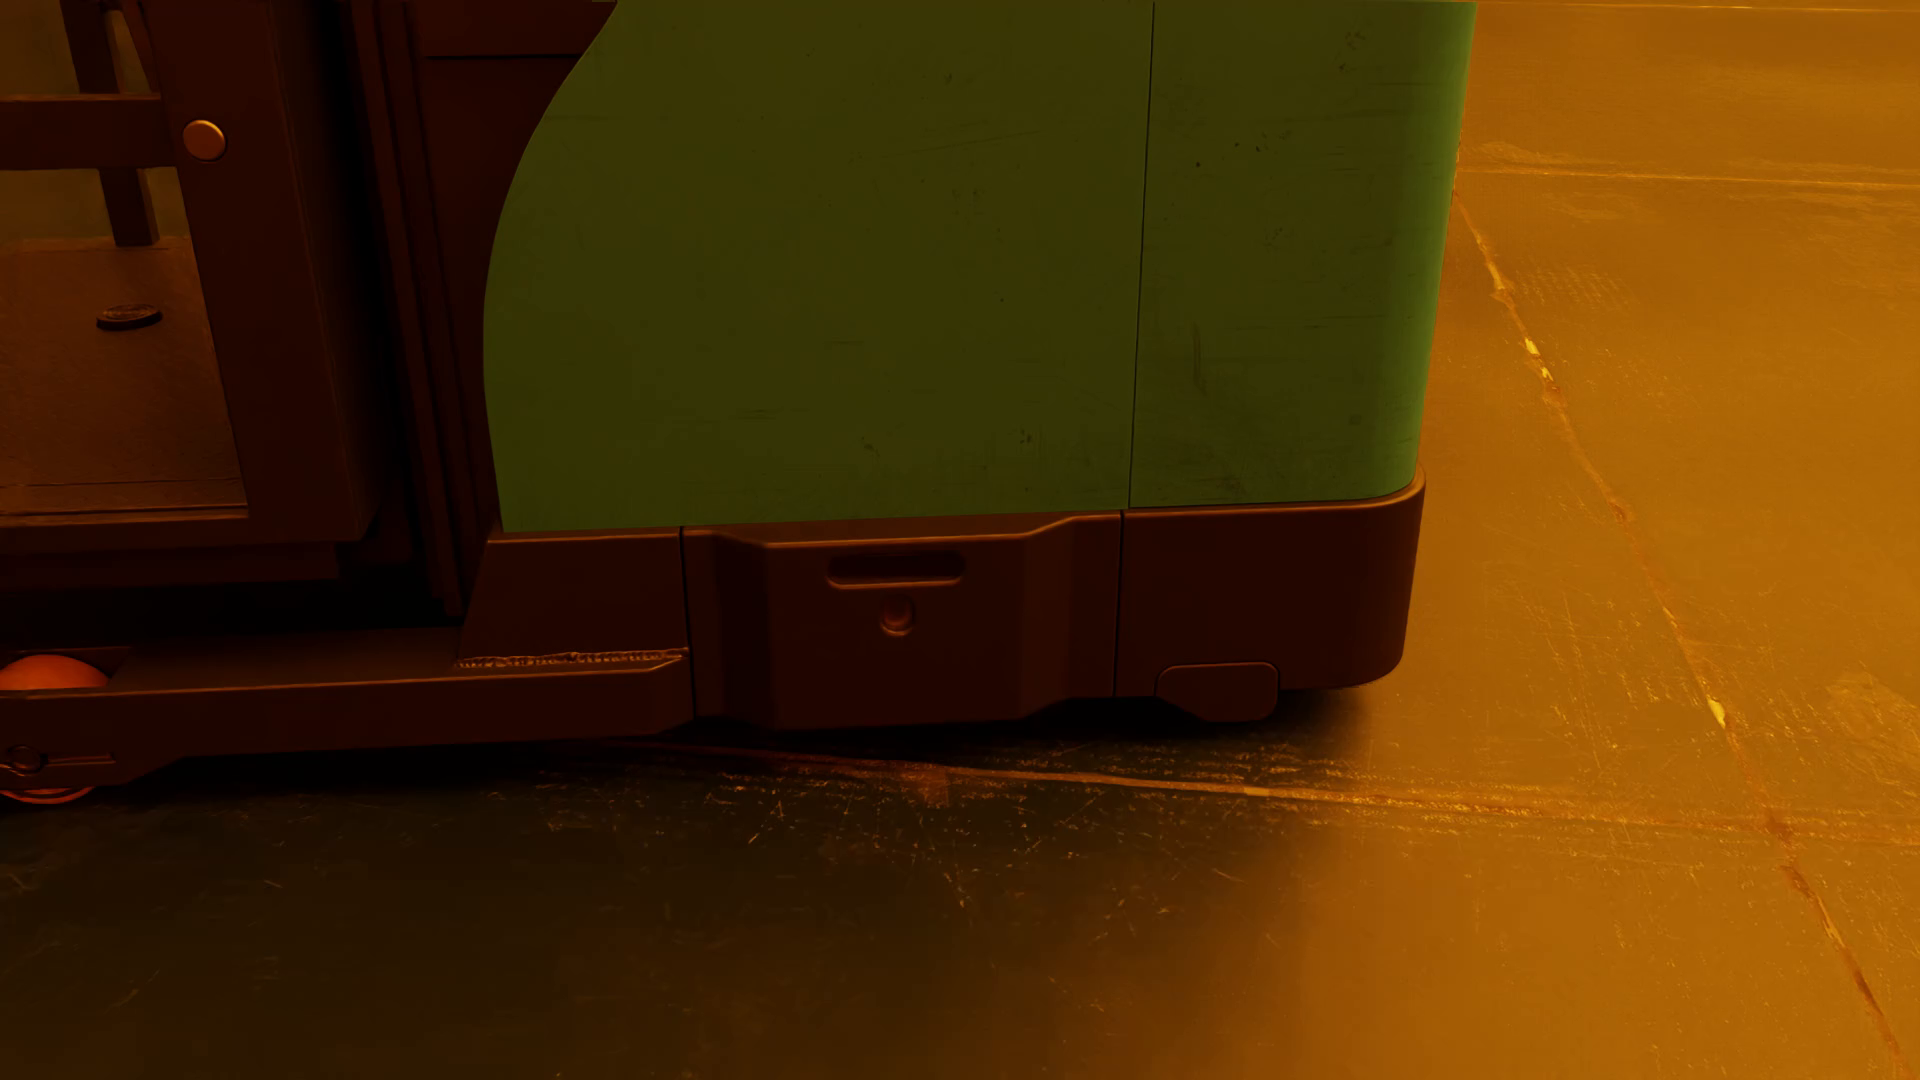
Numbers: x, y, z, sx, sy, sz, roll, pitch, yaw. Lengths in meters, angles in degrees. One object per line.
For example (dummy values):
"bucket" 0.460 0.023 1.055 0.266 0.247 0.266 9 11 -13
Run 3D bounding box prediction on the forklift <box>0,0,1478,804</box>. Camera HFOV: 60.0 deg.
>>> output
"forklift" -0.995 -1.250 1.722 3.031 2.935 1.130 -2 27 -4
